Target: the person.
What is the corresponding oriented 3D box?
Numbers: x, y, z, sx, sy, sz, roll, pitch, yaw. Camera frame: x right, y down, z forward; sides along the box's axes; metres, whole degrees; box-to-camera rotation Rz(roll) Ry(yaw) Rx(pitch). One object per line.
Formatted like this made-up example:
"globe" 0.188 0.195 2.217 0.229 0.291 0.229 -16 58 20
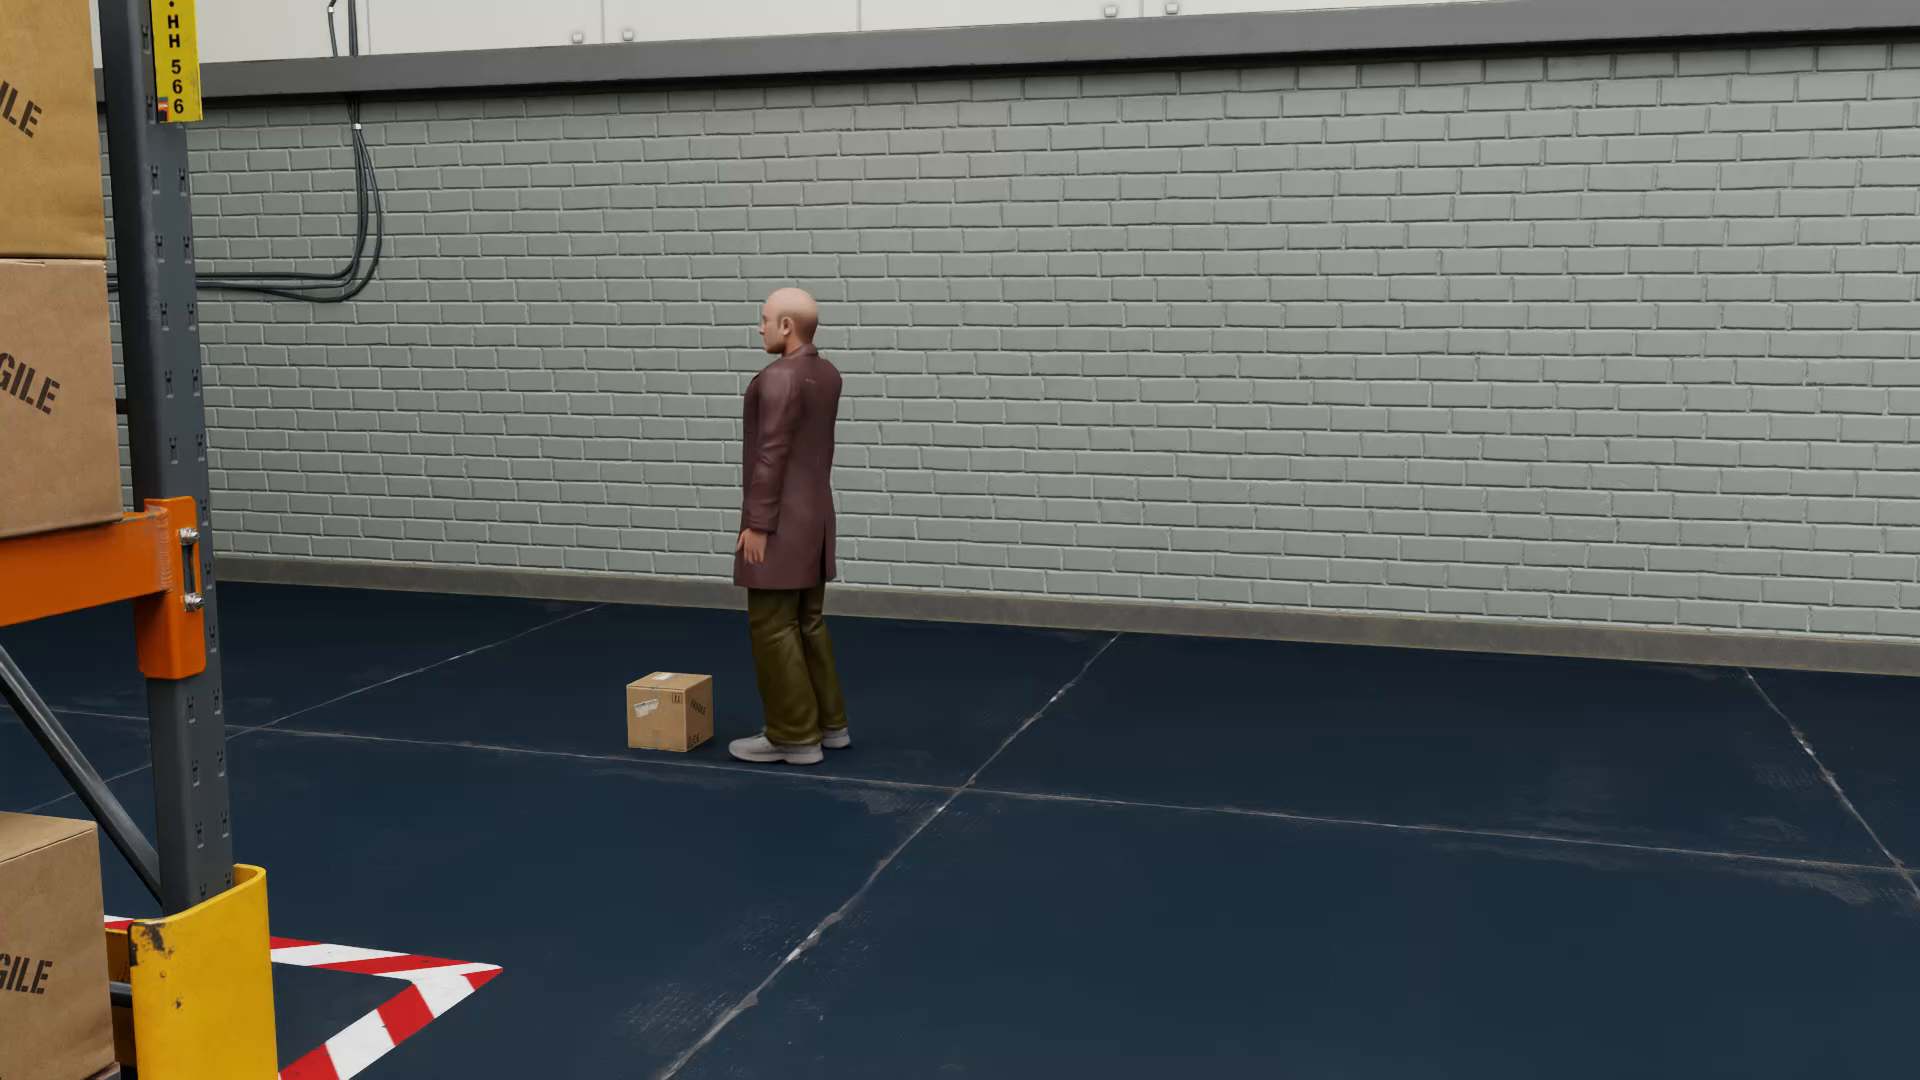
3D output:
"person" -0.661 -0.055 6.273 0.389 1.775 0.562 3 9 18
